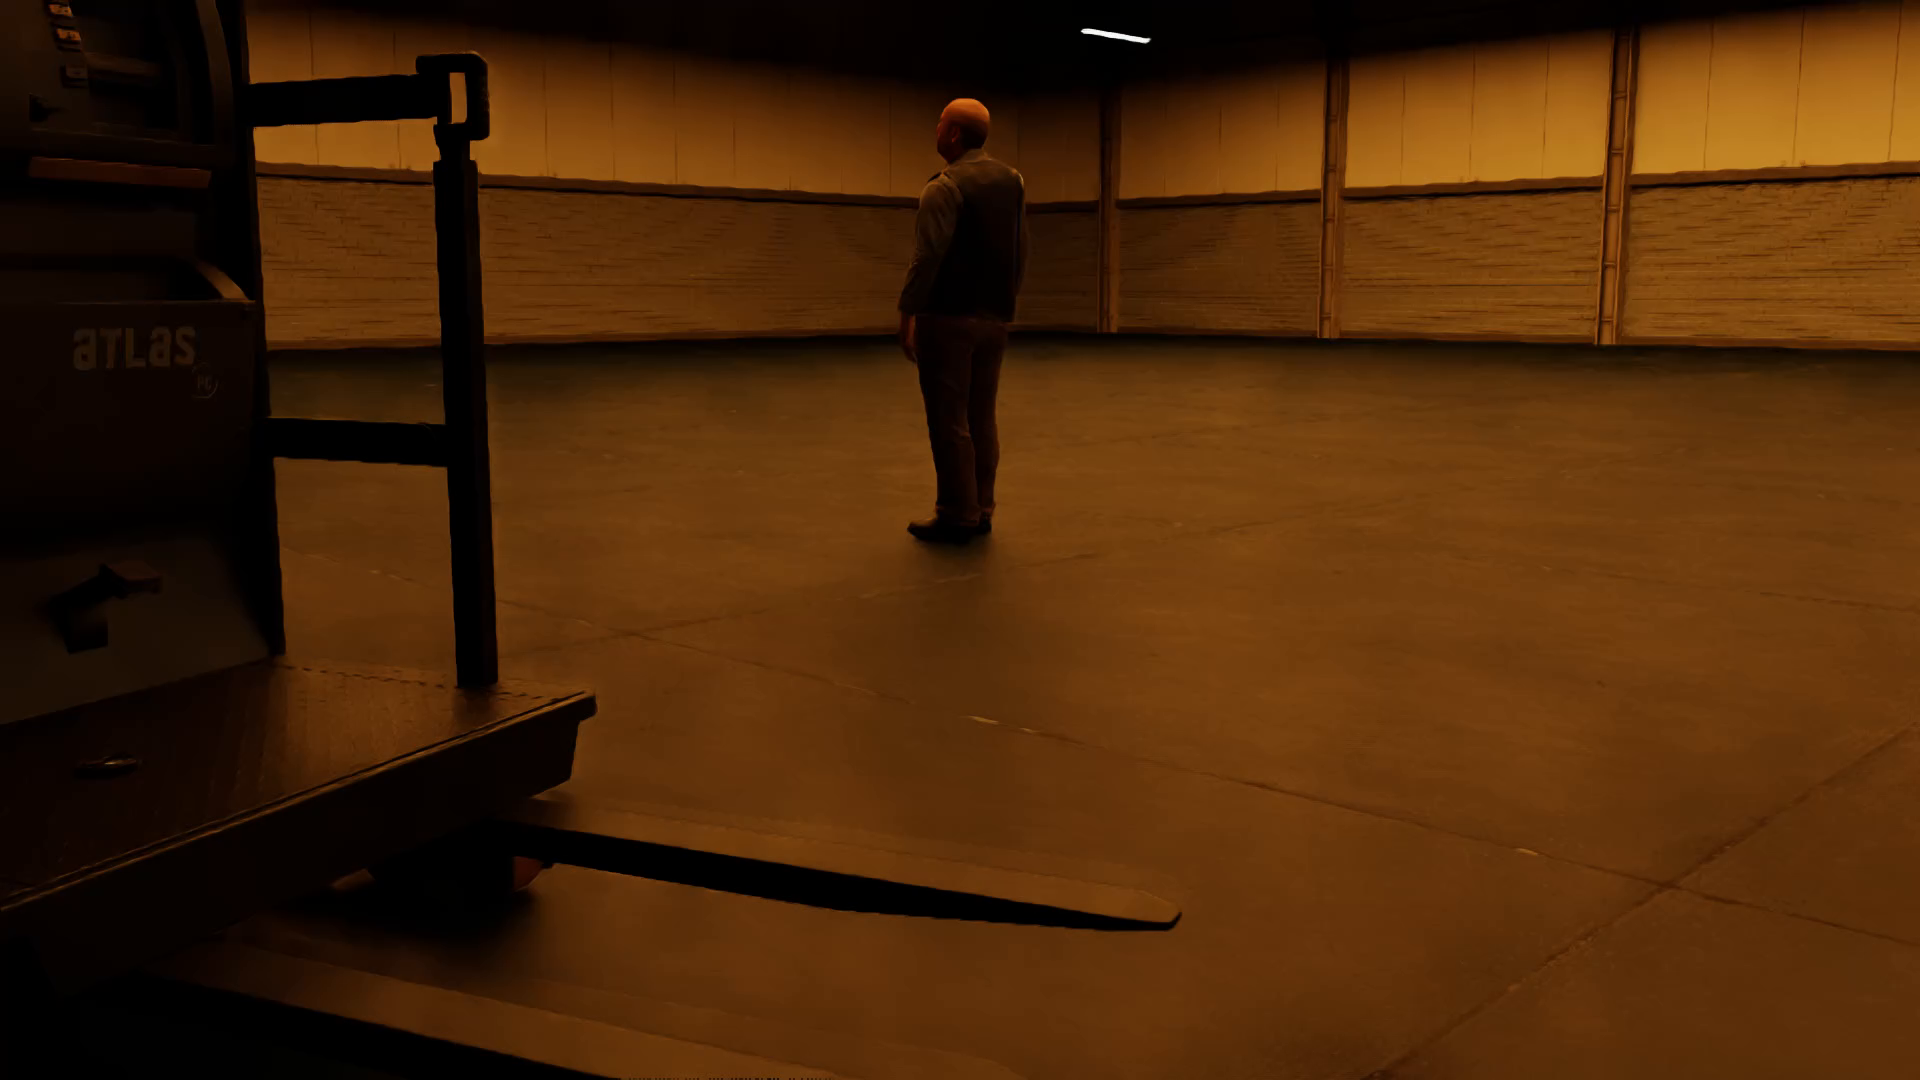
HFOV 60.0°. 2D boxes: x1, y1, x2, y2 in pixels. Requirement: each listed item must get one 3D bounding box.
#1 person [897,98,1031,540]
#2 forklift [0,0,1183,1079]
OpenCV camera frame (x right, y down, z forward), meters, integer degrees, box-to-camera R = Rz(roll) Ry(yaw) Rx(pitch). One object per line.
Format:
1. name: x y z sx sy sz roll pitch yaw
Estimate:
1. person: -0.039 -0.865 6.637 0.567 1.720 0.632 8 12 43
2. forklift: -1.235 -0.806 2.228 3.031 2.935 1.130 4 9 24
